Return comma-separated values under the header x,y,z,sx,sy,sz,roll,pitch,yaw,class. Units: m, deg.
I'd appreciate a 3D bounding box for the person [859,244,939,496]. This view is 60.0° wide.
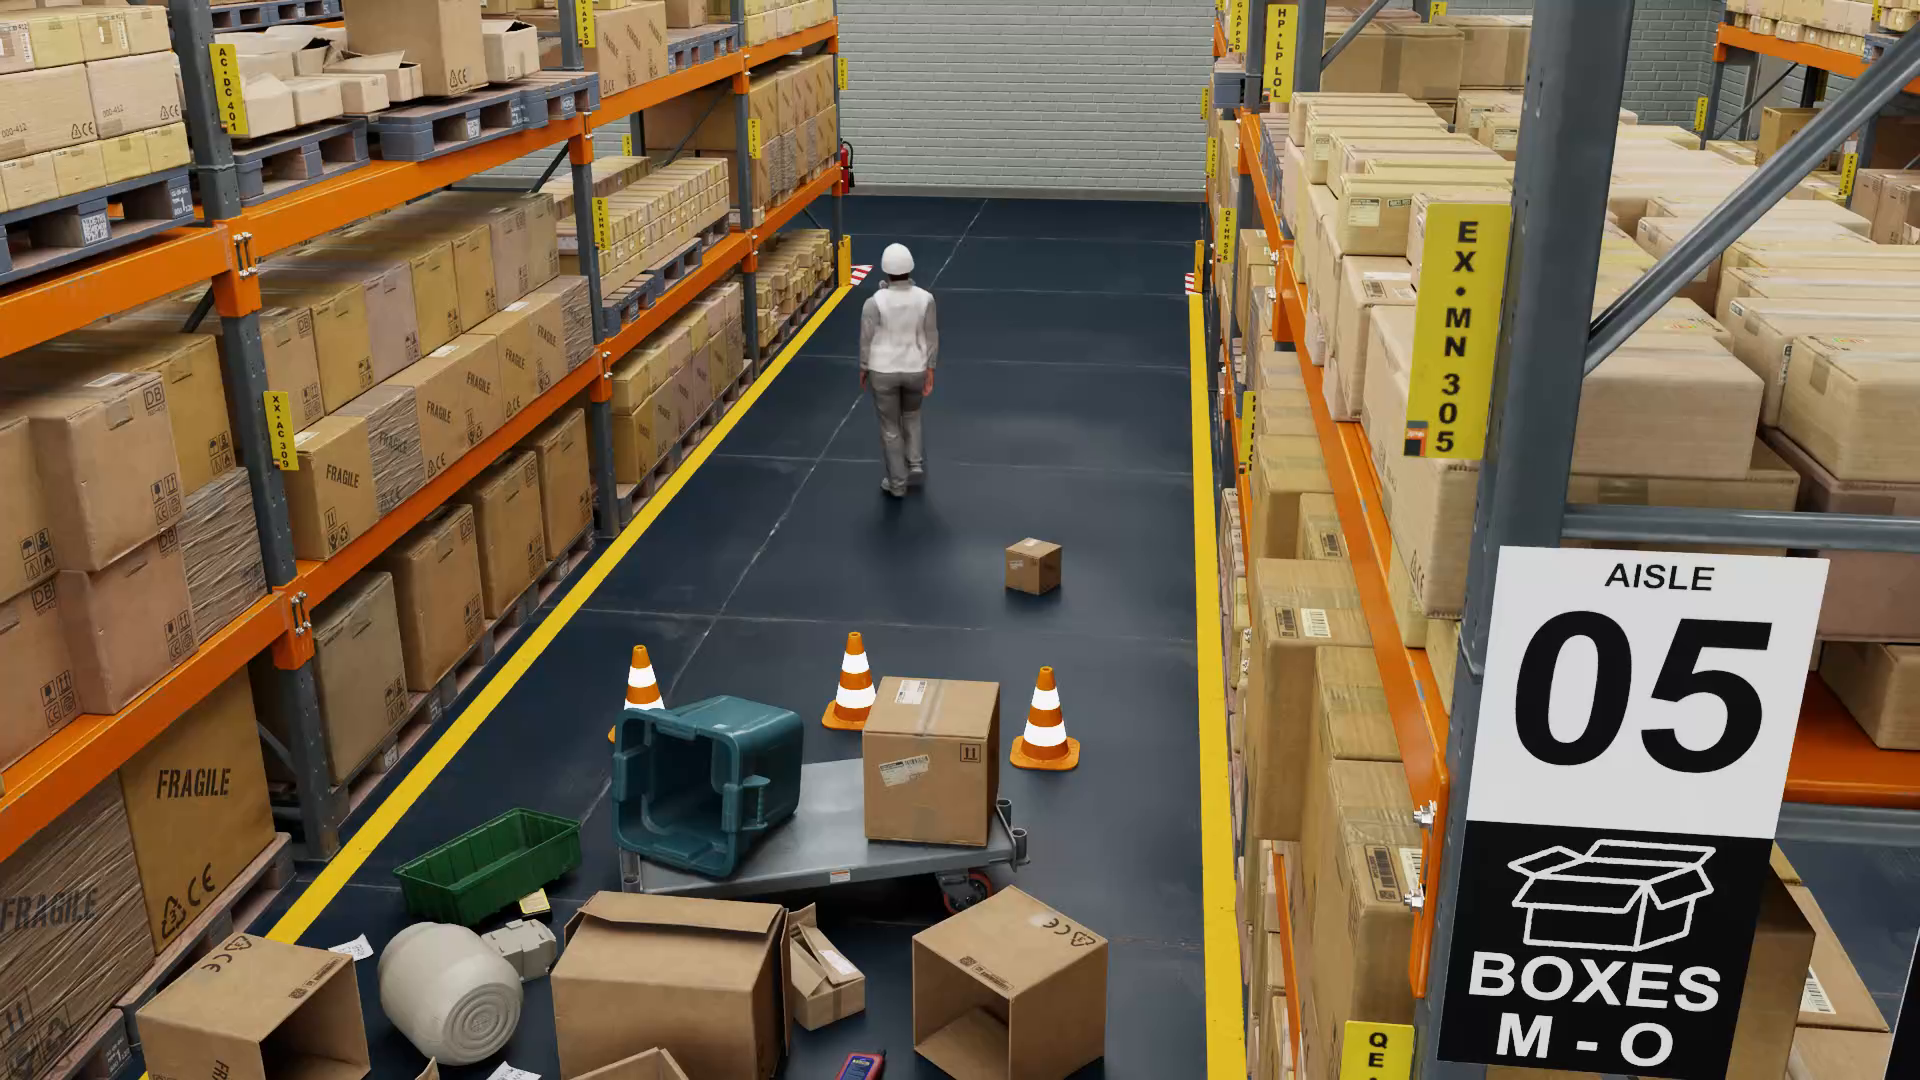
x,y,z,sx,sy,sz,roll,pitch,yaw,class
-0.447,-1.181,11.613,0.536,1.813,0.479,-8,22,-19,person
